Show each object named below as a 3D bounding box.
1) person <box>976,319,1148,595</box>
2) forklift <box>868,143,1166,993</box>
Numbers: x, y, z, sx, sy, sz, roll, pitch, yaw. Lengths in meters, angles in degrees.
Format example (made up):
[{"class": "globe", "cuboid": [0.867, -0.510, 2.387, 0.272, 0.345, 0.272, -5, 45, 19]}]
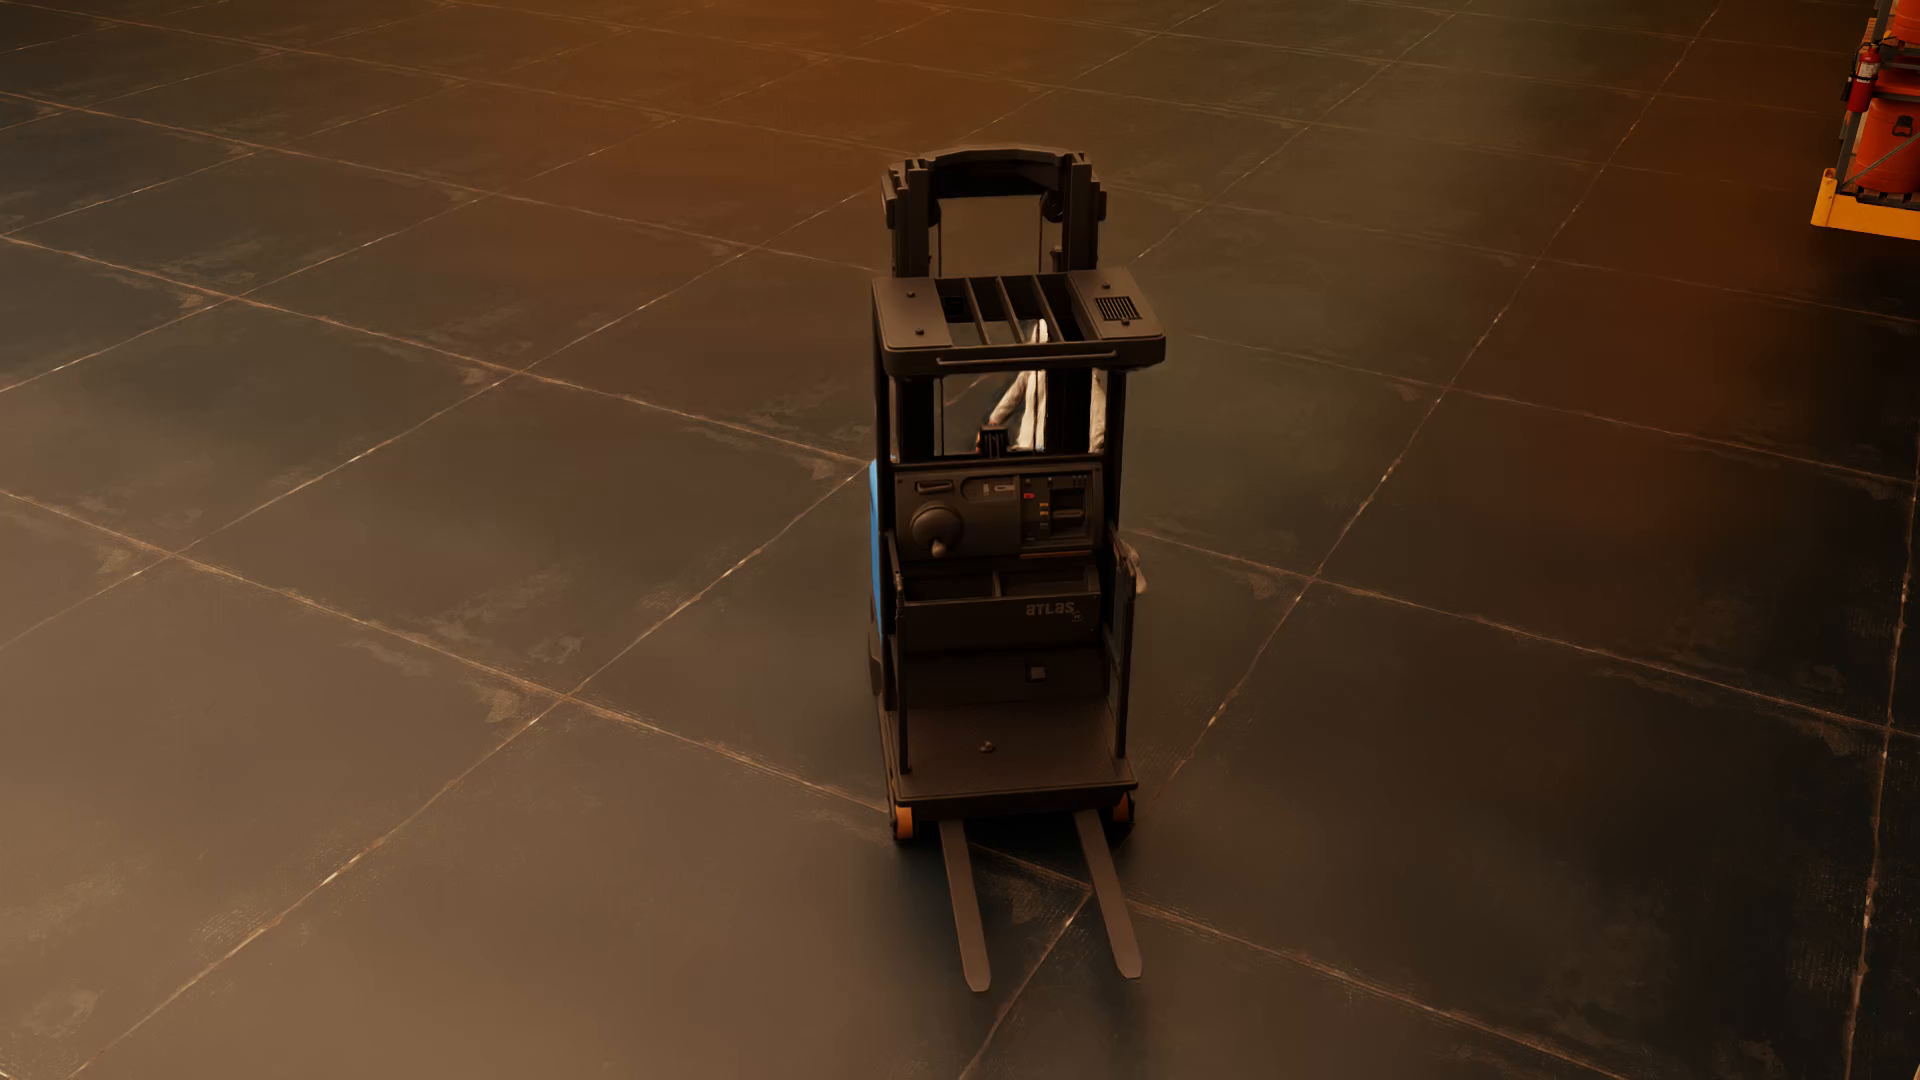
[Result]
[{"class": "person", "cuboid": [0.467, -0.465, 9.256, 0.953, 1.617, 1.049, -23, 37, -34]}, {"class": "forklift", "cuboid": [0.204, -0.080, 7.209, 1.130, 2.935, 3.031, -3, 30, -6]}]
